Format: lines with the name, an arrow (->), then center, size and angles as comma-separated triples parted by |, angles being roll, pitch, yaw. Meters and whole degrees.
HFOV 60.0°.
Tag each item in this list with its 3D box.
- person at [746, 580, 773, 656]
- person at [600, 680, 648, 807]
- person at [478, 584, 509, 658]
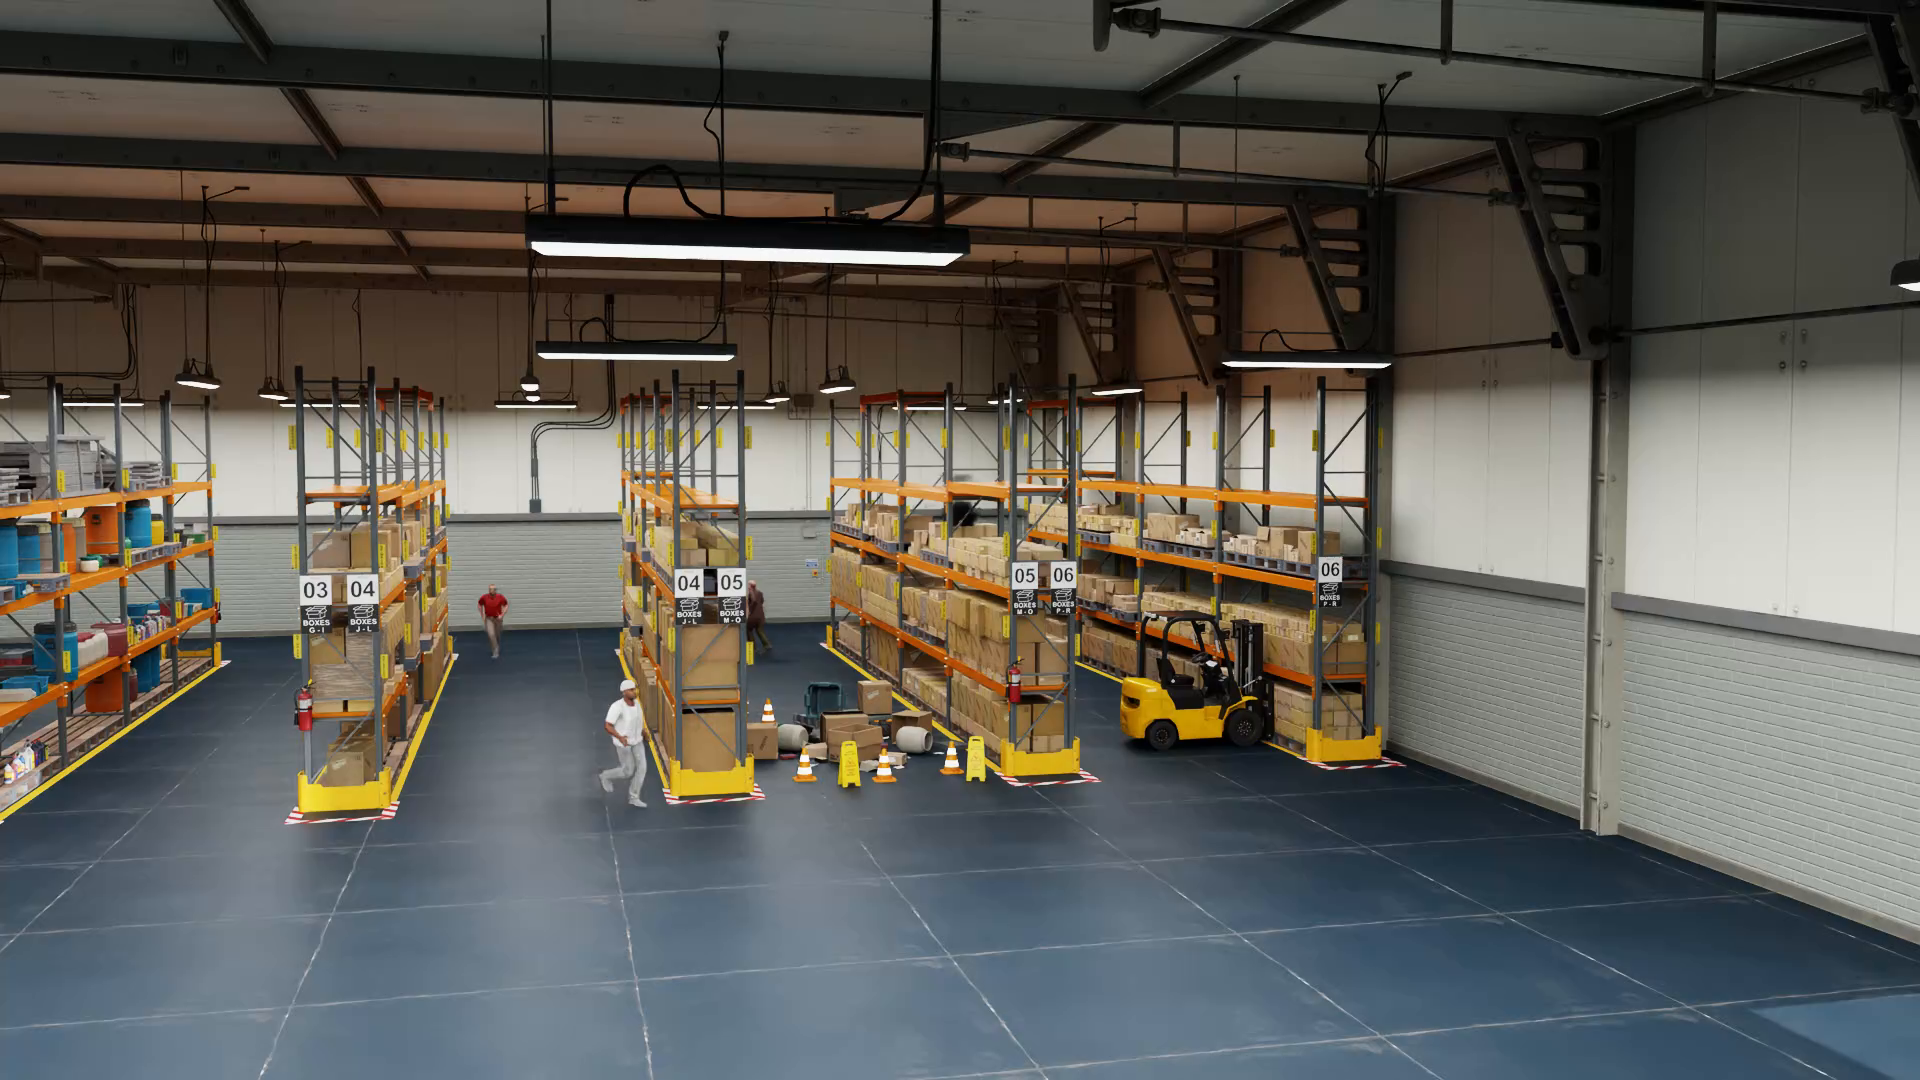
person -> -4.654, 1.817, 38.675 | 0.909, 1.767, 0.659 | 2, 4, 35
person -> -4.606, 2.784, 22.894 | 0.787, 1.738, 0.714 | 2, 4, 32
person -> -10.854, 1.874, 38.679 | 0.693, 1.726, 0.917 | -1, 4, -15
